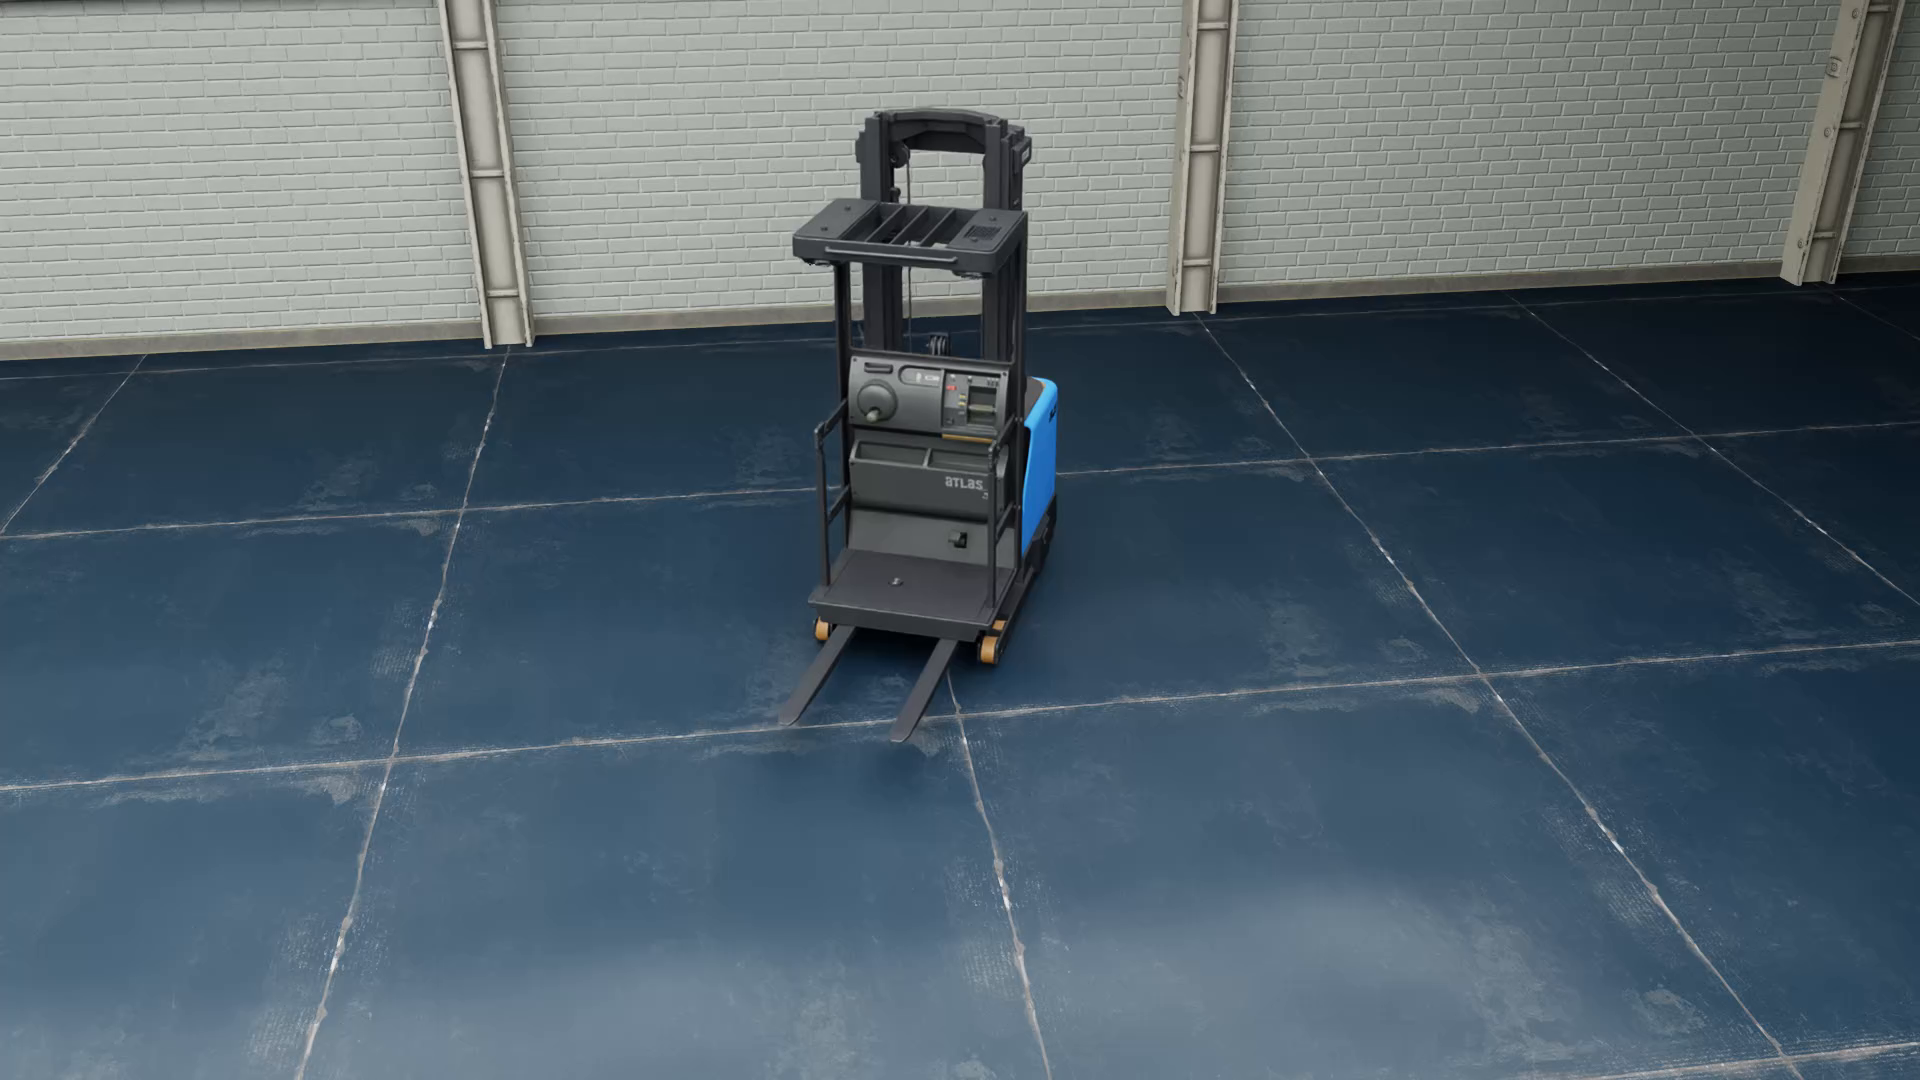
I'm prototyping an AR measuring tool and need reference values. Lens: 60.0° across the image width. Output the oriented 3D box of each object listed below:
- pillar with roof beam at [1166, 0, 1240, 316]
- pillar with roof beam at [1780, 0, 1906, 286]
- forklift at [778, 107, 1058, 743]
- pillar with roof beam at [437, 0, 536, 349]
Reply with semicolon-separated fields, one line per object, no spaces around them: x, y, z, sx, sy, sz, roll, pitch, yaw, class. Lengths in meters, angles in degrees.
2.682;-4.146;9.176;0.400;9.000;9.100;-4;27;-7;pillar with roof beam
8.624;-4.528;9.919;0.400;9.000;9.100;-4;27;-7;pillar with roof beam
-0.234;-0.783;9.268;1.130;2.935;3.031;7;28;13;forklift
-3.259;-3.764;8.432;0.400;9.000;9.100;-4;27;-7;pillar with roof beam
